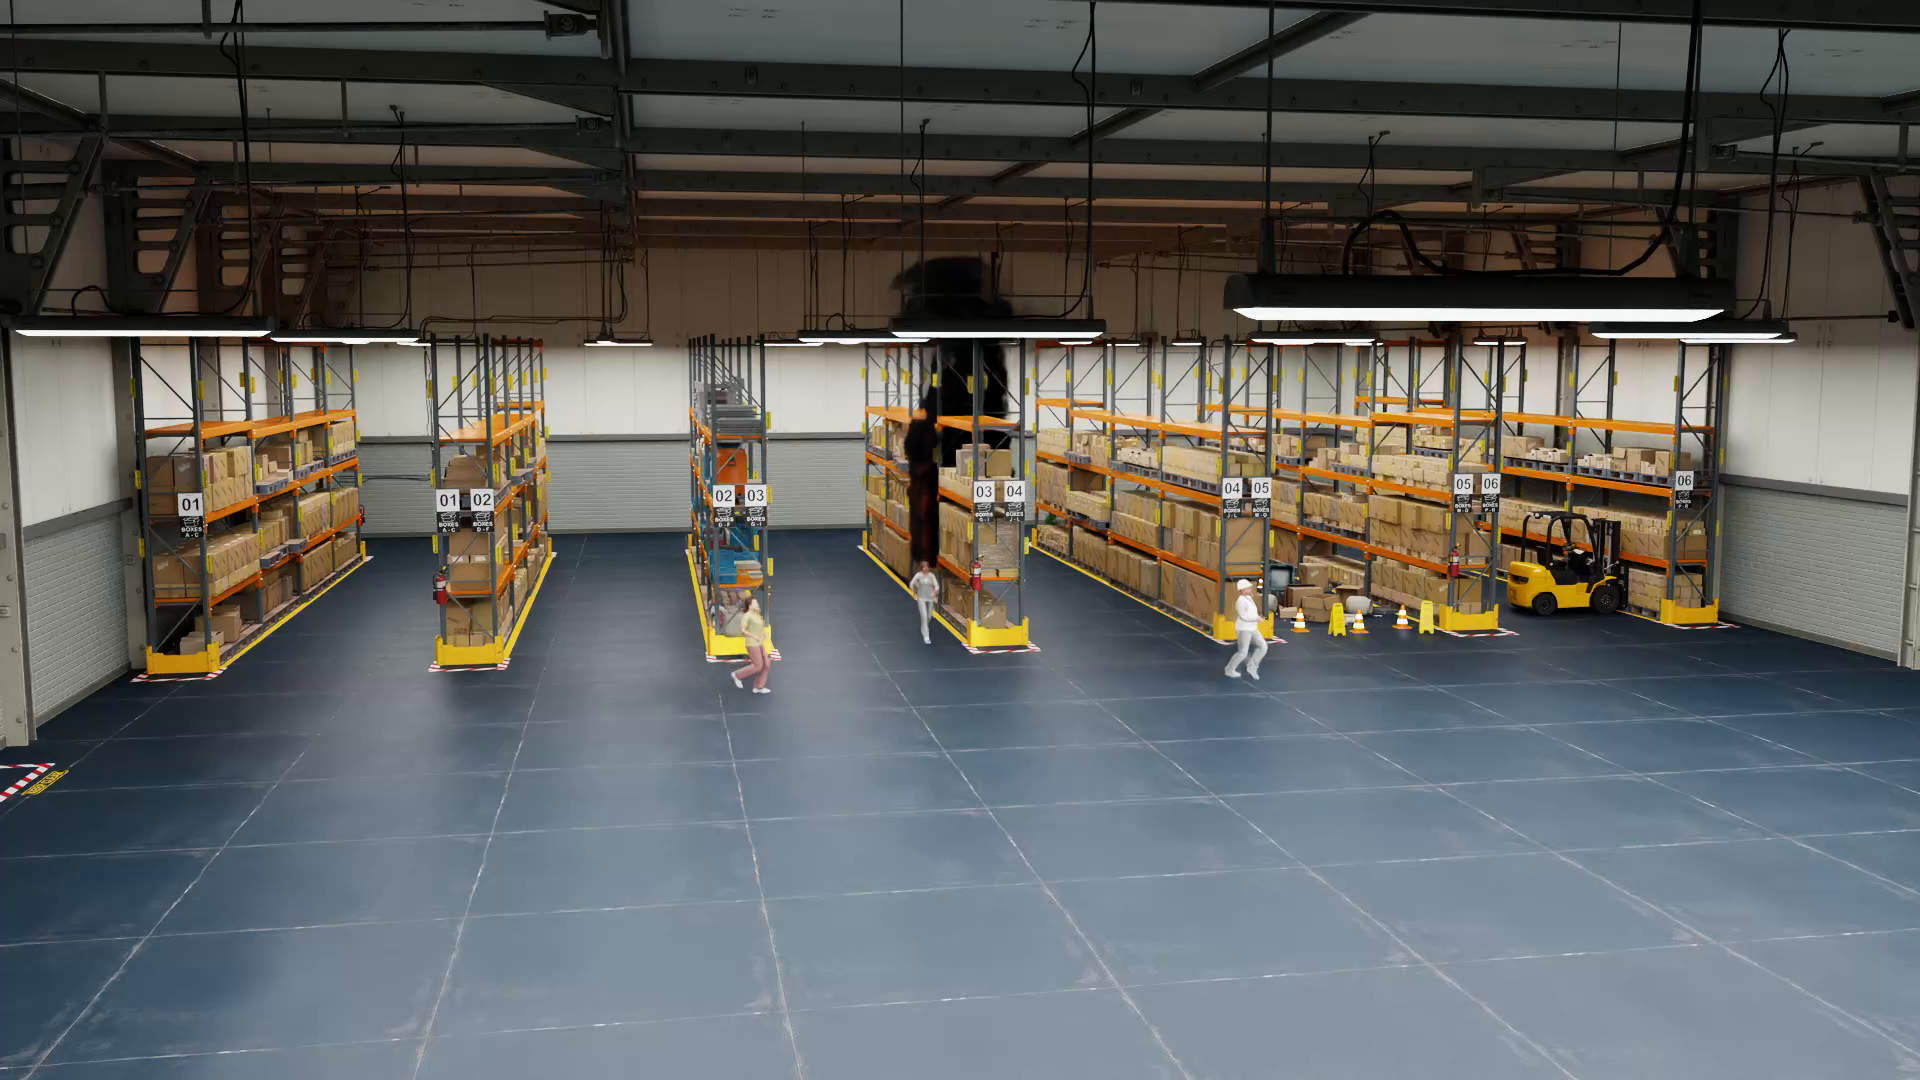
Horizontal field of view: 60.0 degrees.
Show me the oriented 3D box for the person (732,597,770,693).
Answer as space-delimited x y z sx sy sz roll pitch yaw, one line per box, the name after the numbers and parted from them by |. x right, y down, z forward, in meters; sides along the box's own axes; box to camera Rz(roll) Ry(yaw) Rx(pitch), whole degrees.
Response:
-3.473 1.745 27.725 0.641 1.619 0.581 2 7 14 | person

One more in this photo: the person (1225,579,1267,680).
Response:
4.984 1.566 28.869 0.715 1.789 0.662 4 7 28 | person

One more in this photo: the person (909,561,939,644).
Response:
-0.696 1.191 32.656 0.558 1.588 0.855 -2 7 -14 | person

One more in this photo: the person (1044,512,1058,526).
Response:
2.799 -0.862 50.013 0.782 1.726 0.713 2 7 17 | person
